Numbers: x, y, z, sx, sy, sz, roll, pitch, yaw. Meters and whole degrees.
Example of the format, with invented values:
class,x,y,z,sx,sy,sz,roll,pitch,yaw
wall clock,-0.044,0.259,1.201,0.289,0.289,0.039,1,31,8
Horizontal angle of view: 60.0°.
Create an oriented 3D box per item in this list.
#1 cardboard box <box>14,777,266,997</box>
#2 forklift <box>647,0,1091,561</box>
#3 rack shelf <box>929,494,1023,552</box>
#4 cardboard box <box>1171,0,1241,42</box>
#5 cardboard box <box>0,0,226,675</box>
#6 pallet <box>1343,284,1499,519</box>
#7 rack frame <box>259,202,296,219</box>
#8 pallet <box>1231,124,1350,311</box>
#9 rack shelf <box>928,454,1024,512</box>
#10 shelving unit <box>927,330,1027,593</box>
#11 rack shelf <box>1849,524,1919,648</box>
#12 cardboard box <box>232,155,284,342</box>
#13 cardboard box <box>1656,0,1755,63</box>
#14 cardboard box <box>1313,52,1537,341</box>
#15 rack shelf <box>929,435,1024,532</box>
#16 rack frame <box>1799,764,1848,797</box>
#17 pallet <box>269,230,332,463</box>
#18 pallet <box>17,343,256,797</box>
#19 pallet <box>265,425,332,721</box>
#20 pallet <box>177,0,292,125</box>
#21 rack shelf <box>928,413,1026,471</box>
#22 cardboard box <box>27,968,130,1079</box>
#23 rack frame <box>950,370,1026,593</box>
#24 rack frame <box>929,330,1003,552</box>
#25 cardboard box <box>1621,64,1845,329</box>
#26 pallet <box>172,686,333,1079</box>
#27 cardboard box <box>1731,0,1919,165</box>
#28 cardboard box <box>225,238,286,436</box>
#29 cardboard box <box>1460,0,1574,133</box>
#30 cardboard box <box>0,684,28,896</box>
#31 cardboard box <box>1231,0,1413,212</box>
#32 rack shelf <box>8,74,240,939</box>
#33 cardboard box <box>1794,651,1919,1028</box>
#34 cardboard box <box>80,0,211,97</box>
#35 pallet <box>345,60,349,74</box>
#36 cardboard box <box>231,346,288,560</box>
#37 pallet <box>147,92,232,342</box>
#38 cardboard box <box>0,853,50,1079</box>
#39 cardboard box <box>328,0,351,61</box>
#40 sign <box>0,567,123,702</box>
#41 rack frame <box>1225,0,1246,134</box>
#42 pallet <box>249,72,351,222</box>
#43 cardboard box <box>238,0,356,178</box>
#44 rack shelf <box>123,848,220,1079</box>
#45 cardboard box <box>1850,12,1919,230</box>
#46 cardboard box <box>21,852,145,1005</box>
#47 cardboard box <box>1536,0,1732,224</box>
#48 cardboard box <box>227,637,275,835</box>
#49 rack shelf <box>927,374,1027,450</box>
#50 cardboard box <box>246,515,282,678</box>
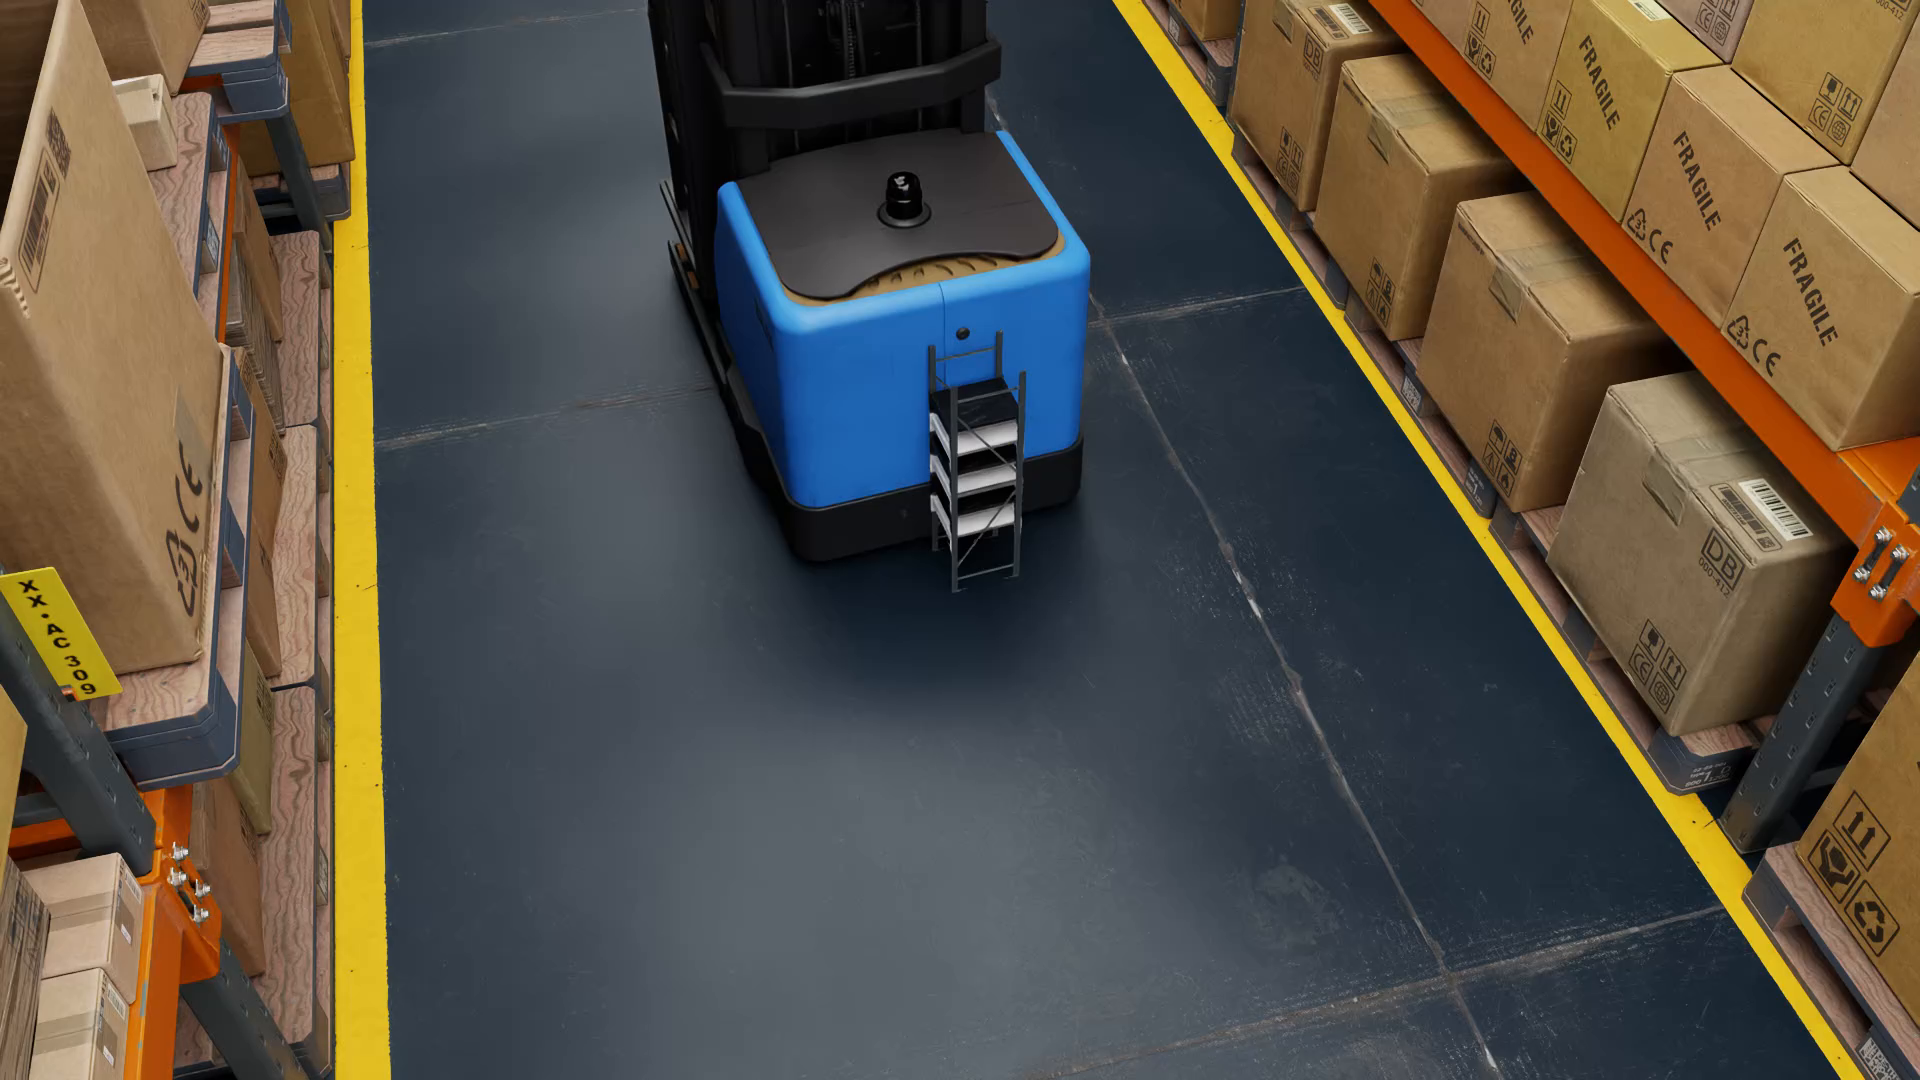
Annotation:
class,x,y,z,sx,sy,sz,roll,pitch,yaw
cardboard box,-2.218,0.869,4.240,0.700,0.500,0.500,-14,47,-13
forklift,-4.032,-1.600,5.266,8.118,2.935,4.193,-14,47,-13
rack shelf,0.052,-0.085,5.502,0.258,0.077,0.200,-14,47,-13
cardboard box,1.293,-2.701,7.753,0.500,0.500,0.500,-11,47,-11
cardboard box,-2.150,-0.355,3.284,1.000,1.000,1.000,-10,46,-10
pallet,2.152,-0.648,6.237,1.003,0.211,1.213,-11,47,-10
rack frame,-3.103,-2.186,5.792,0.949,2.616,0.053,-11,47,-10
pallet,1.844,-1.488,7.061,1.003,0.211,1.213,-11,47,-10
rack shelf,0.052,-0.211,5.373,0.258,0.077,0.200,-14,47,-13
shelving unit,6.569,-0.233,3.742,11.832,3.194,6.616,-14,47,-13
rack shelf,3.251,1.372,2.809,1.077,0.370,4.000,-11,47,-10
cardboard box,-2.915,-1.006,6.077,0.700,0.500,0.500,-13,47,-12
cardboard box,2.343,-1.691,4.537,0.700,0.500,0.500,-10,46,-10
cardboard box,2.011,-1.342,6.246,1.050,0.750,0.750,-10,46,-10
rack shelf,0.052,-0.209,5.375,0.258,0.252,0.200,-14,47,-13
rack frame,2.735,-0.260,3.905,0.949,2.616,0.053,-11,47,-10
pallet,-10.761,-1.232,6.809,15.783,0.211,6.755,-11,47,-10
pallet,-2.137,0.089,3.697,1.003,0.211,1.213,-11,47,-10
pallet,-2.599,0.171,5.435,1.003,0.211,1.213,-11,47,-10
pallet,-2.821,-1.646,5.397,1.213,0.211,1.003,-11,47,-10
rack shelf,0.052,-0.337,5.245,0.258,0.077,0.200,-14,47,-13
cardboard box,-1.688,0.933,2.911,0.380,0.149,0.250,-11,47,-10
rack frame,0.085,-0.166,5.282,0.240,0.900,0.006,-14,47,-13
rack frame,0.018,-0.303,5.417,0.240,0.900,0.006,-14,47,-13
cardboard box,2.217,-0.956,4.517,0.500,0.500,0.500,-11,47,-11
pallet,-2.283,1.015,4.608,1.003,0.211,1.213,-11,47,-10
cardboard box,2.472,-1.342,4.195,0.700,0.500,0.500,-11,47,-11
cardboard box,-2.761,-0.625,5.704,0.700,0.500,0.500,-14,47,-14
cardboard box,1.956,-1.655,5.202,0.500,0.500,0.500,-11,47,-11
cardboard box,-1.701,0.347,2.331,0.500,0.500,0.500,-11,47,-10
cardboard box,0.328,0.007,4.582,5.455,1.239,5.693,-11,47,-11
rack shelf,-2.594,-0.553,4.695,1.077,0.370,4.000,-11,47,-10
cardboard box,2.832,0.783,4.076,0.875,0.875,0.875,-10,46,-10
cardboard box,-2.689,-1.635,4.888,0.700,0.500,0.500,-4,46,-4
pallet,-3.544,-2.608,8.158,1.003,0.211,1.213,-11,47,-10
cardboard box,-2.609,-0.235,5.322,0.700,0.500,0.500,-7,46,-7
pallet,-2.560,-0.759,4.528,1.003,0.211,1.213,-11,47,-10
cardboard box,-2.026,0.759,2.628,0.875,0.500,0.500,-11,47,-10
cardboard box,-3.483,-2.686,7.476,1.225,0.875,0.875,-11,47,-10
sign,-1.559,0.169,2.878,0.100,0.325,0.005,-11,47,-10
rack frame,1.715,-3.023,6.612,1.000,3.000,0.127,-11,47,-10
pallet,-3.235,-1.768,7.334,1.003,0.211,1.213,-11,47,-10
cardboard box,-3.262,-2.069,6.871,1.225,0.875,0.875,-13,47,-12
rack shelf,-1.570,2.209,1.989,1.077,0.370,4.000,-11,47,-10
cardboard box,2.606,-0.988,3.848,0.700,0.500,0.500,-11,47,-11
cardboard box,-1.743,0.759,3.082,0.380,0.149,0.250,-11,47,-10
cardboard box,2.088,-1.305,4.859,0.500,0.500,0.500,-10,46,-10
cardboard box,-2.322,0.537,4.566,0.700,0.500,0.500,-11,47,-11
rack shelf,6.570,-0.458,3.509,11.832,2.546,6.611,-14,47,-13
cardboard box,-2.466,0.150,4.945,0.700,0.500,0.500,-14,47,-14
